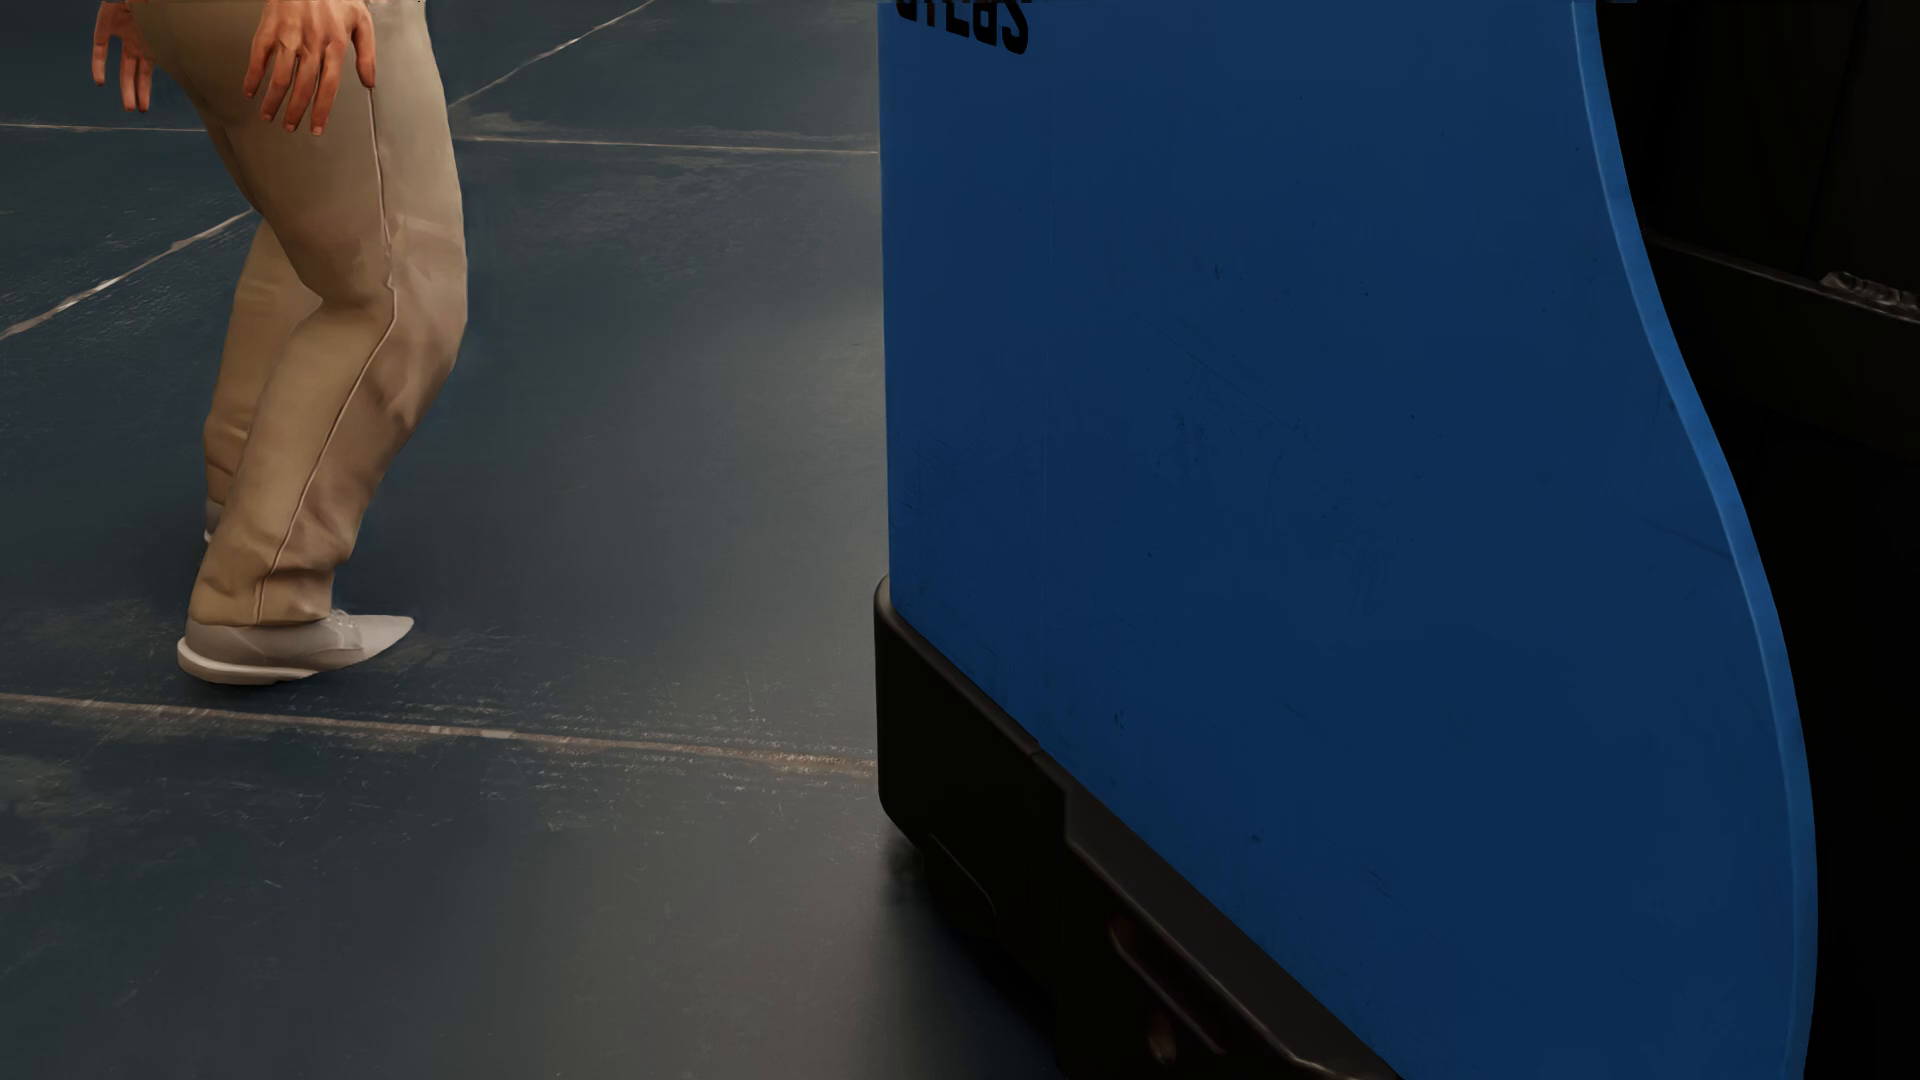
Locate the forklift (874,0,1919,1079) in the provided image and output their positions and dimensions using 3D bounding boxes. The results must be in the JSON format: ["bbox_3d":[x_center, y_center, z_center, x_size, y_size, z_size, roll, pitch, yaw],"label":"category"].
[{"bbox_3d":[1.076,-0.522,0.263,1.130,2.935,3.031,-14,30,-26],"label":"forklift"}]

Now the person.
[{"bbox_3d":[-0.875,-0.643,1.991,0.497,1.711,0.899,-19,32,-33],"label":"person"}]
